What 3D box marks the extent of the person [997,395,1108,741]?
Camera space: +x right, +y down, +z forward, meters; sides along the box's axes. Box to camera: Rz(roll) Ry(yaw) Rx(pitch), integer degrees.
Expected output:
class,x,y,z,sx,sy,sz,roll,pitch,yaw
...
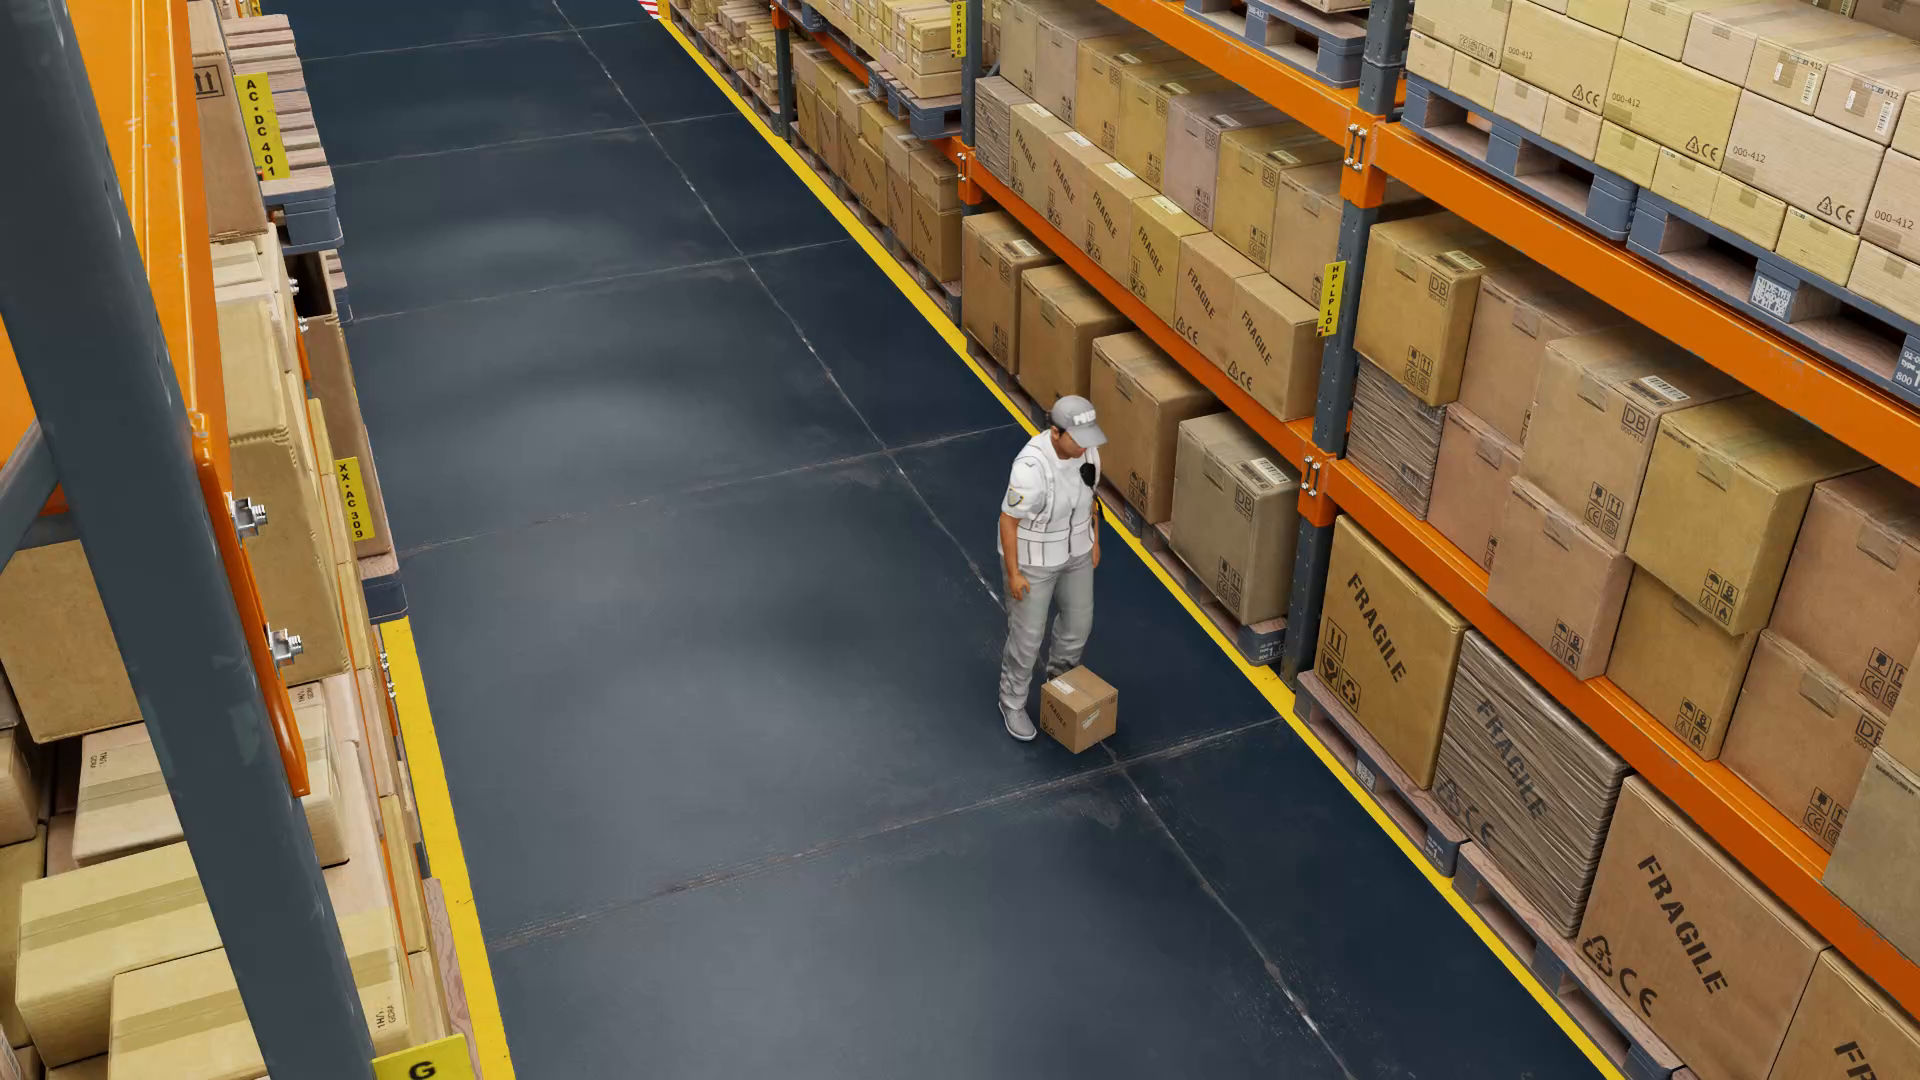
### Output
class,x,y,z,sx,sy,sz,roll,pitch,yaw
person,0.411,0.089,7.386,0.547,1.664,0.470,-22,40,-29
